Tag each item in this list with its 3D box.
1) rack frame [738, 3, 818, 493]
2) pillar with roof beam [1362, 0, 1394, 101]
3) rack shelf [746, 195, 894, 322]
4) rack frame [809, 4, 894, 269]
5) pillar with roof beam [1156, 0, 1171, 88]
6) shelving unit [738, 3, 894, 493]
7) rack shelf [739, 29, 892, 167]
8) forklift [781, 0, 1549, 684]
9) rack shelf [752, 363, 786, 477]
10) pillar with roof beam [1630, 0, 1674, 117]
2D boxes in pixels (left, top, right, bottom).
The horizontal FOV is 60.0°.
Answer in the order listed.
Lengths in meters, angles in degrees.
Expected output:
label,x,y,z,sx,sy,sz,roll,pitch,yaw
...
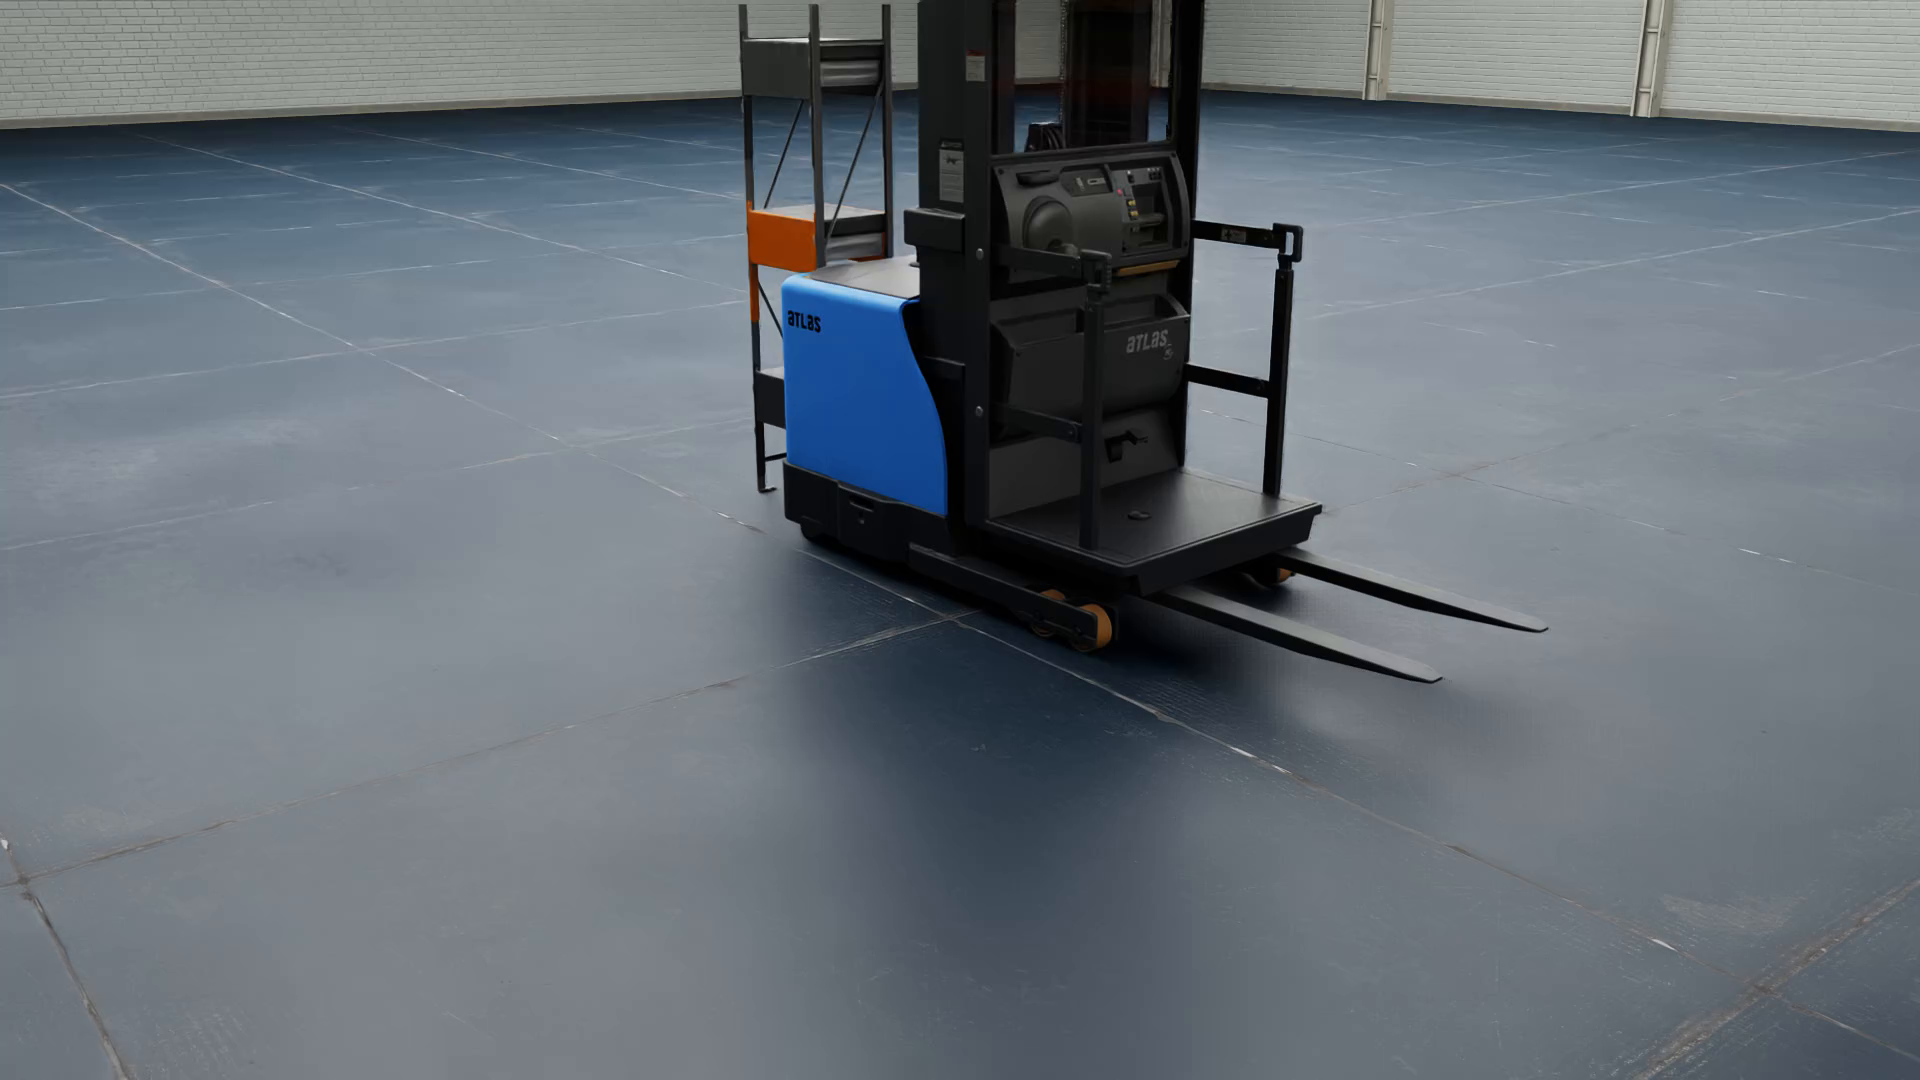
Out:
label,x,y,z,sx,sy,sz,roll,pitch,yaw
rack frame,-0.762,-1.254,7.310,0.400,2.100,0.015,-16,24,-39
pillar with roof beam,5.159,-12.499,30.292,9.100,9.000,0.400,-14,23,-36
rack shelf,-0.599,-1.184,7.142,0.431,0.518,0.480,-16,24,-39
rack frame,-0.436,-1.140,6.965,0.400,2.100,0.015,-16,24,-39
pillar with roof beam,1.434,-13.977,34.757,9.100,9.000,0.400,-14,23,-36
shelving unit,-0.599,-1.197,7.138,0.431,2.100,0.503,-16,24,-39
rack shelf,-0.599,-1.849,6.922,0.431,0.518,0.480,-16,24,-39
forklift,0.626,-1.185,5.780,1.130,2.935,3.031,-16,24,-39
rack shelf,-0.599,-0.520,7.362,0.431,0.518,0.480,-16,24,-39
pillar with roof beam,8.884,-11.020,25.827,9.100,9.000,0.400,-14,23,-36
